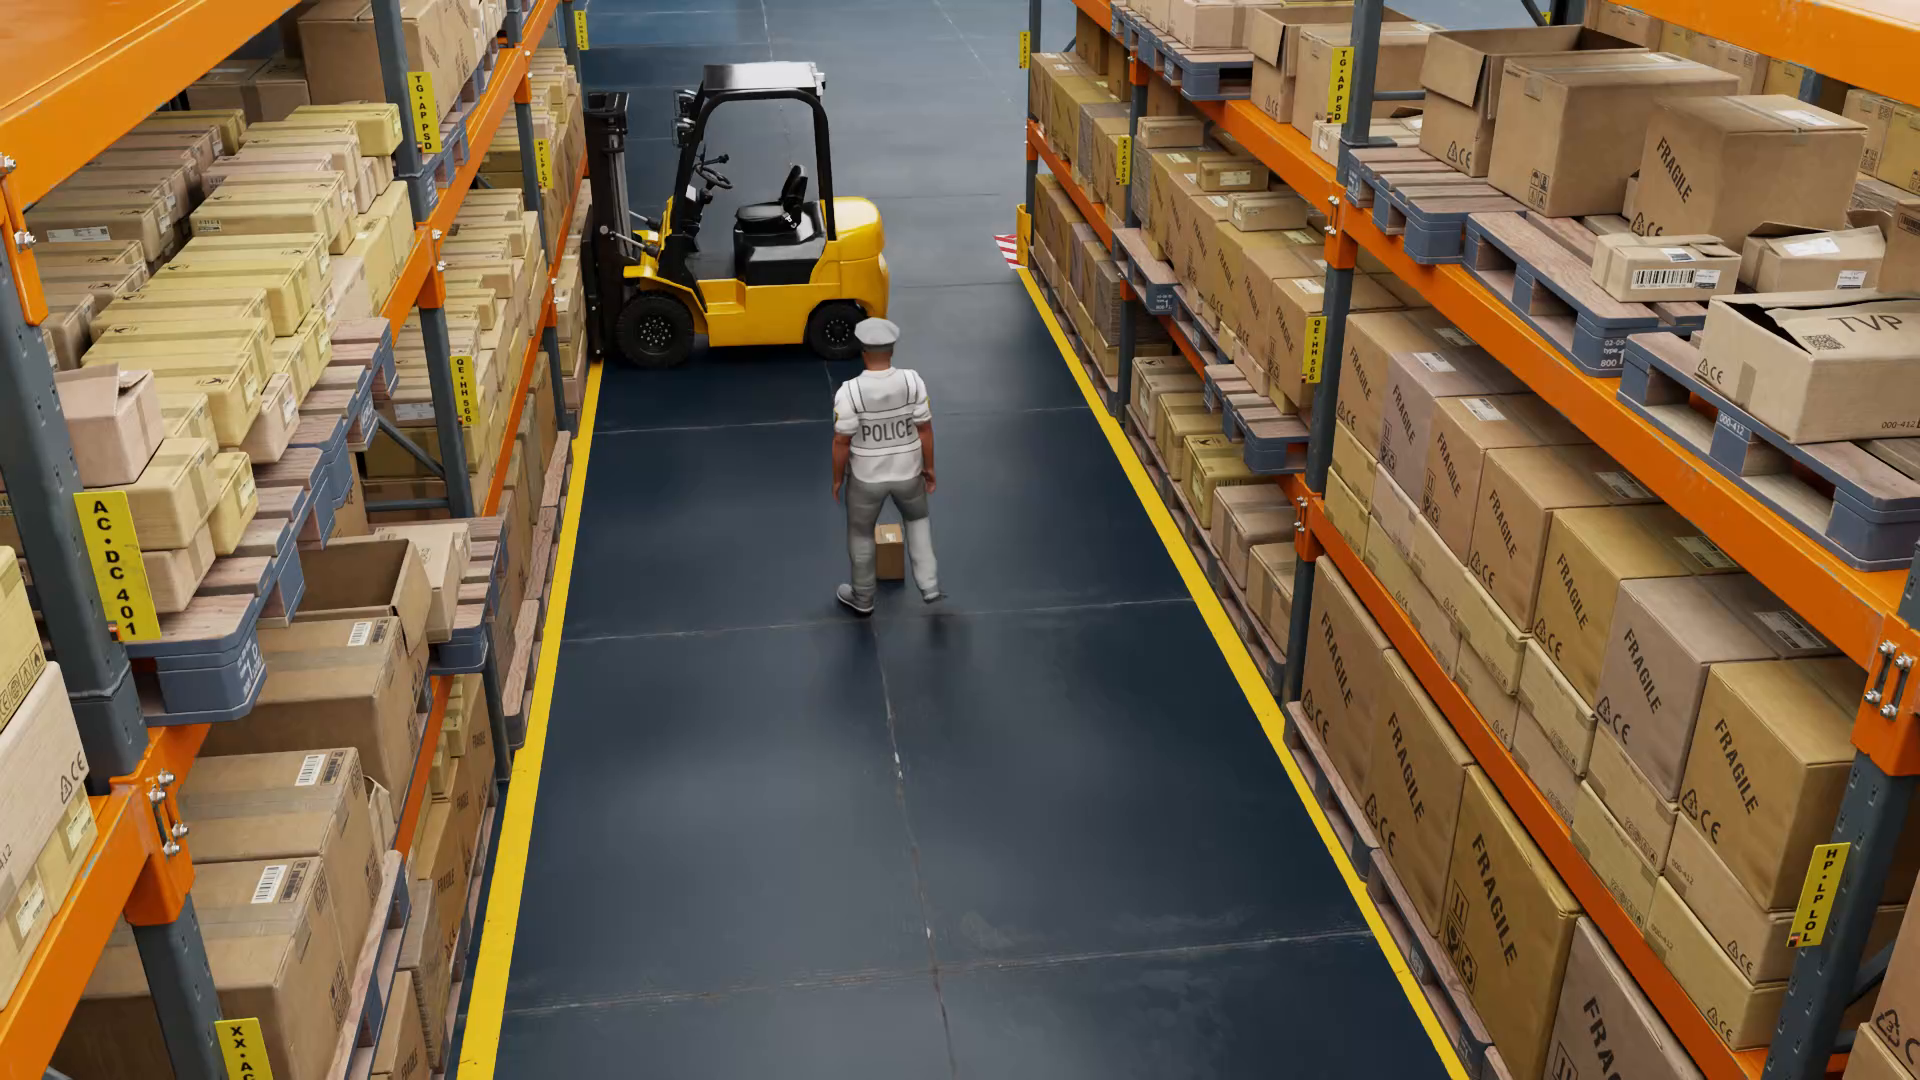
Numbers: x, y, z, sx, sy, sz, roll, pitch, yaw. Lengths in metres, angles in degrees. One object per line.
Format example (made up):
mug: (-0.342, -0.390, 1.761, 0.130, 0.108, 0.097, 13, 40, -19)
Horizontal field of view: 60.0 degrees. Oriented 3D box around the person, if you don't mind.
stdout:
person: (-0.408, -0.386, 9.312, 0.638, 1.761, 0.585, -9, 28, -17)
